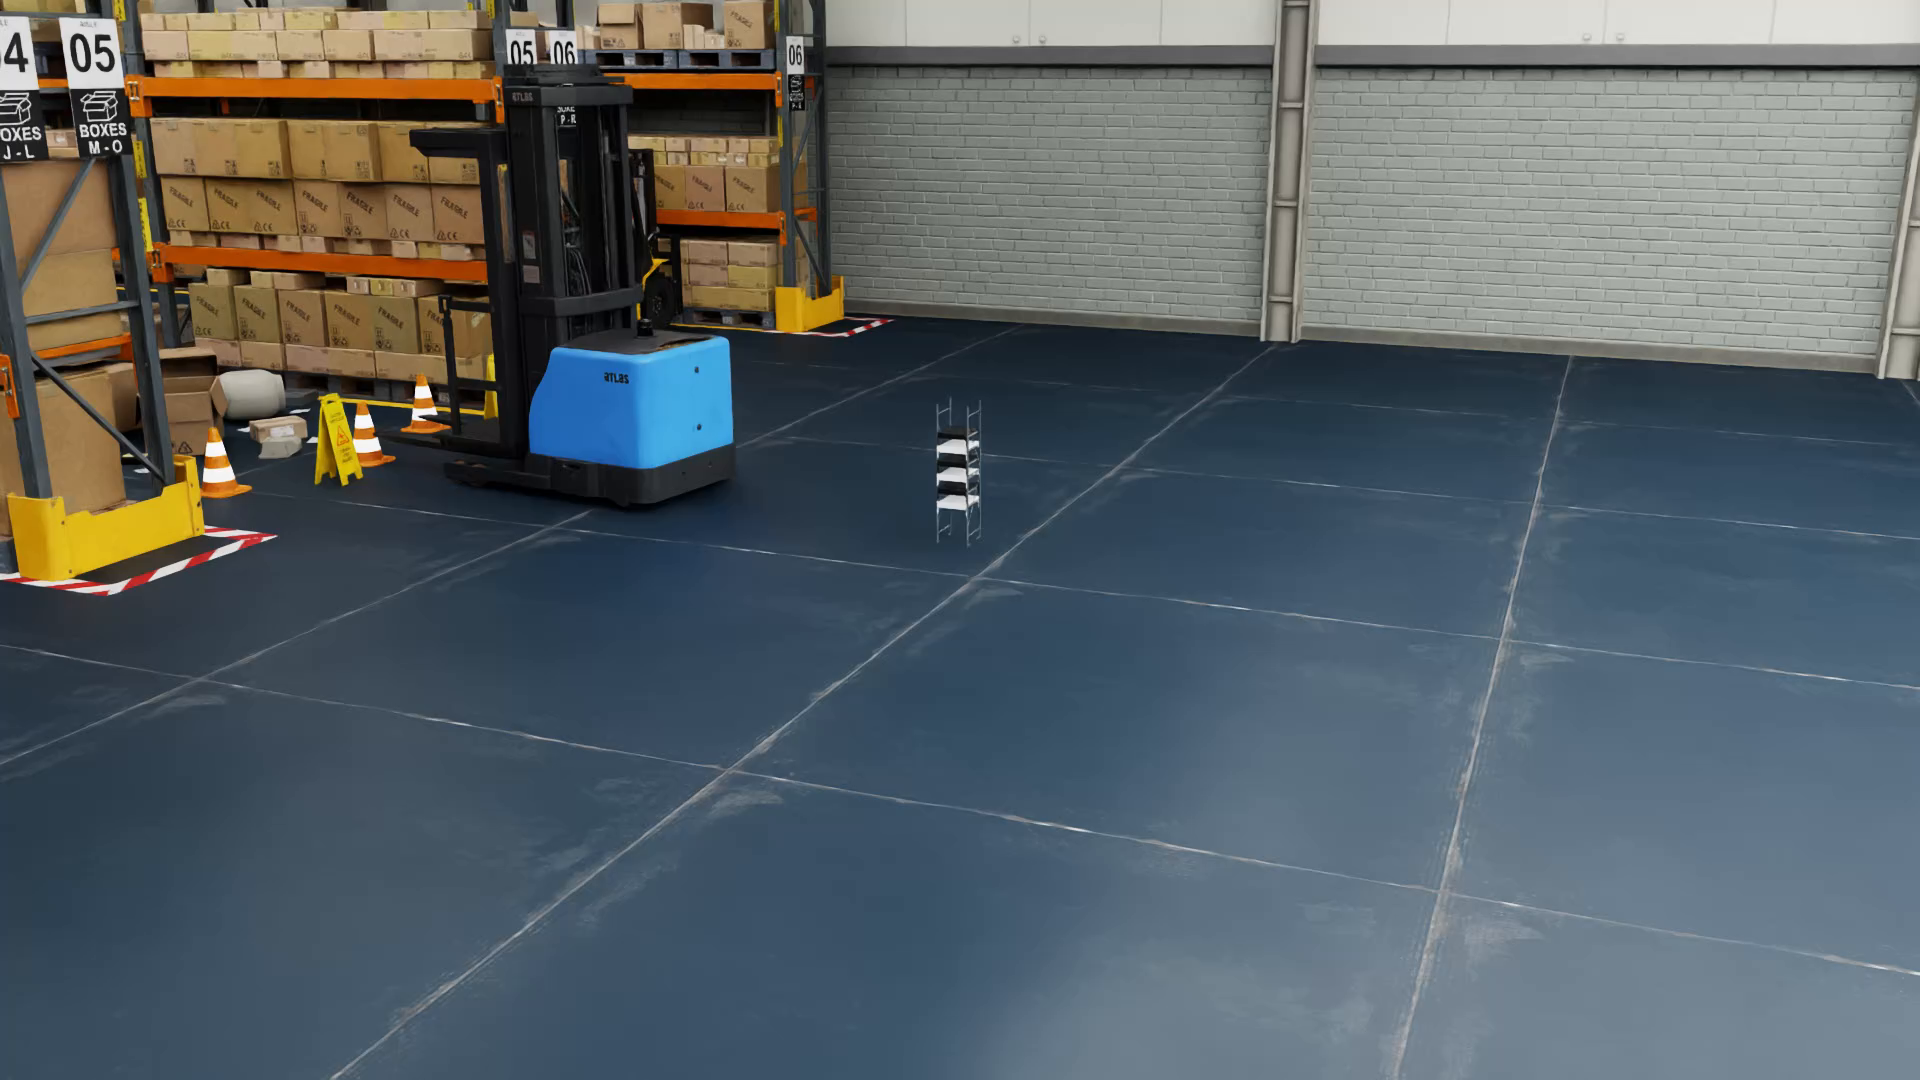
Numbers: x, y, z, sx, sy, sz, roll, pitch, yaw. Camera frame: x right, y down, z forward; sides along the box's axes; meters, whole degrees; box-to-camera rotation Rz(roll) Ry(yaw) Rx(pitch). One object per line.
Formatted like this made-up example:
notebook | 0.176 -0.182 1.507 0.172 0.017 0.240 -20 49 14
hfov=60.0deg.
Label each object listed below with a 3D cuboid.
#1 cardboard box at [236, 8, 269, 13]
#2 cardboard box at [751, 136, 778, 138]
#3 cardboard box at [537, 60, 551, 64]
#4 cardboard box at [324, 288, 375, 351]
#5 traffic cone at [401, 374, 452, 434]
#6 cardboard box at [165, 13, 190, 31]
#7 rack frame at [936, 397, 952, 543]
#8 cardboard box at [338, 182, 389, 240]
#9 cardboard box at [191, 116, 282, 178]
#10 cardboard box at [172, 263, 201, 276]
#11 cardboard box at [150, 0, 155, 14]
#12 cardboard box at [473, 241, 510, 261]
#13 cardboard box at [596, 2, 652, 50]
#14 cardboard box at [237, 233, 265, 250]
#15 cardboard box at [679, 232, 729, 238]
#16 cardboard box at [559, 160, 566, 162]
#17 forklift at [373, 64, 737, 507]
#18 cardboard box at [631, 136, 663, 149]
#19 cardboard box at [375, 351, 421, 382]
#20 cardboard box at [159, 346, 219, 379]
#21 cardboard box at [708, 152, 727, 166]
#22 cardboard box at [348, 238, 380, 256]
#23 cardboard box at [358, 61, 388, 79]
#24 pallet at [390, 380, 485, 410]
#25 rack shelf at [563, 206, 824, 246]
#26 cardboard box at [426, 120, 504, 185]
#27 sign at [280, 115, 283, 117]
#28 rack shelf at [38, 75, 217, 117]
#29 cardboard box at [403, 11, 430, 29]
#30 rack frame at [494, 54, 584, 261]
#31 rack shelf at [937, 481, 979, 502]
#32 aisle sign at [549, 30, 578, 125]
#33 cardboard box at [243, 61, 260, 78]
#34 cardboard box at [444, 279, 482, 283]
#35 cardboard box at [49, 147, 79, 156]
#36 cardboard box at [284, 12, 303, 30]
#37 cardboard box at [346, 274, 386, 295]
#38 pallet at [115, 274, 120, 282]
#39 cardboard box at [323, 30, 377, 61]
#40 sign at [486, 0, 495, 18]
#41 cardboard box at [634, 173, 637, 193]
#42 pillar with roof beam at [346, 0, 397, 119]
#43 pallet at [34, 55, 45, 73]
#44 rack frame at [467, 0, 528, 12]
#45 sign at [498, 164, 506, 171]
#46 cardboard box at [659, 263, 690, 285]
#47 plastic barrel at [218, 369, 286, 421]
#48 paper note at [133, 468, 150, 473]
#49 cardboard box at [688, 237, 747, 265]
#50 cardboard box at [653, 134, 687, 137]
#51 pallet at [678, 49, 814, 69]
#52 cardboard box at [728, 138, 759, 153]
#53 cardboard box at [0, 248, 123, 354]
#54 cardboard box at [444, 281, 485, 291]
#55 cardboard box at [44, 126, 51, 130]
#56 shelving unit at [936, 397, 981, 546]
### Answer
cardboard box | -8.611 -6.362 20.717 0.500 0.500 0.500 6 17 21
cardboard box | -2.212 -4.579 19.189 0.250 0.149 0.380 7 18 23
cardboard box | -3.761 -4.093 14.464 0.250 0.149 0.380 6 17 21
cardboard box | -5.366 -2.017 15.075 0.500 0.500 0.500 6 17 19
traffic cone | -4.445 -1.146 13.793 0.334 0.463 0.336 6 17 21
cardboard box | -6.866 -4.631 14.887 0.250 0.149 0.380 7 18 22
rack frame | -0.102 -0.443 10.587 0.006 0.900 0.240 6 17 21
cardboard box | -5.105 -2.935 14.690 0.500 0.500 0.500 6 17 20
cardboard box | -6.495 -3.576 15.106 0.500 0.500 0.700 6 17 21
cardboard box | -10.129 -3.804 22.127 0.500 0.500 0.500 6 17 20
cardboard box | -8.156 -5.087 16.055 0.500 0.250 0.500 6 17 19
cardboard box | -3.998 -2.518 14.416 0.250 0.149 0.380 7 18 22
cardboard box | -3.701 -5.865 19.000 0.637 0.503 0.797 7 18 22
cardboard box | -6.387 -2.763 15.260 0.250 0.149 0.380 7 18 22
cardboard box | -3.058 -3.507 19.758 0.500 0.250 0.500 6 17 20
cardboard box | -4.578 -4.521 19.524 0.250 0.149 0.380 7 17 22
forklift | -3.156 -1.908 11.988 3.031 2.935 1.130 9 18 28
cardboard box | -3.593 -4.583 19.203 0.250 0.149 0.380 7 17 21
cardboard box | -4.901 -1.605 14.999 0.500 0.250 0.500 6 17 21
cardboard box | -6.795 -1.403 14.605 0.500 0.500 0.500 -9 18 -27
cardboard box | -2.646 -4.326 18.853 0.250 0.149 0.380 7 17 22
cardboard box | -5.213 -2.630 14.804 0.250 0.149 0.380 6 17 20
cardboard box | -4.944 -4.049 14.309 0.250 0.149 0.380 6 17 20
pallet | -4.385 -1.416 15.173 1.213 0.211 1.003 6 17 21
rack shelf | -3.614 -3.802 19.681 4.000 0.370 1.077 6 17 21
cardboard box | -4.127 -3.322 14.230 0.500 0.500 0.700 6 17 19
sign | -8.995 -5.462 22.030 0.005 0.325 0.100 6 17 21
rack shelf | -9.153 -4.364 16.236 4.000 0.370 1.077 6 17 21
cardboard box | -4.464 -4.374 14.000 0.250 0.149 0.380 6 17 20
rack frame | -3.571 -2.655 14.440 0.127 3.000 1.000 6 17 21
rack shelf | -0.008 -0.315 10.585 0.200 0.077 0.258 6 17 21
aisle sign | -3.400 -3.978 14.333 0.004 0.787 0.394 6 17 21
cardboard box | -6.135 -4.185 14.779 0.250 0.149 0.380 6 17 19
cardboard box | -5.964 -3.464 20.732 0.625 0.625 0.875 7 18 23
cardboard box | -8.268 -3.495 15.867 0.500 0.500 0.500 6 17 21
cardboard box | -5.642 -4.513 14.479 0.250 0.149 0.380 7 17 22
cardboard box | -5.256 -2.297 14.874 0.250 0.149 0.380 7 18 23
pallet | -12.146 -3.758 23.240 1.213 0.211 1.003 6 17 21
cardboard box | -5.098 -4.253 14.298 0.500 0.250 0.500 7 18 22
sign | -3.794 -4.379 13.410 0.005 0.325 0.100 6 17 21
cardboard box | -3.735 -4.130 19.339 0.500 0.500 0.500 6 17 21
pillar with roof beam | -9.232 -6.626 17.358 0.400 9.000 9.100 6 17 21
pallet | -8.793 -4.611 16.133 1.003 0.211 1.213 6 17 21
rack frame | -5.474 -7.233 19.449 0.127 3.000 1.000 6 17 21
sign | -3.794 -3.221 13.746 0.005 0.325 0.100 6 17 21
cardboard box | -3.272 -3.135 19.373 0.500 0.250 0.500 6 17 19
plastic barrel | -6.048 -1.237 14.175 0.512 0.421 0.421 -9 18 -27
paper note | -6.090 -0.531 12.451 0.142 0.017 0.144 14 21 40
cardboard box | -2.773 -3.321 19.120 0.500 0.250 0.500 7 17 22
cardboard box | -3.416 -4.701 19.610 0.250 0.149 0.380 6 17 21
pallet | -2.402 -5.420 18.742 1.213 0.211 1.003 6 17 21
cardboard box | -2.405 -4.445 18.727 0.250 0.149 0.380 6 17 21
cardboard box | -5.655 -1.459 10.052 0.550 0.550 0.875 6 17 21
cardboard box | -4.730 -2.106 15.380 0.500 0.500 0.500 6 17 19
cardboard box | -9.388 -4.084 16.730 0.250 0.149 0.380 5 17 18
shelving unit | -0.008 -0.433 10.551 0.210 0.900 0.258 6 17 21
